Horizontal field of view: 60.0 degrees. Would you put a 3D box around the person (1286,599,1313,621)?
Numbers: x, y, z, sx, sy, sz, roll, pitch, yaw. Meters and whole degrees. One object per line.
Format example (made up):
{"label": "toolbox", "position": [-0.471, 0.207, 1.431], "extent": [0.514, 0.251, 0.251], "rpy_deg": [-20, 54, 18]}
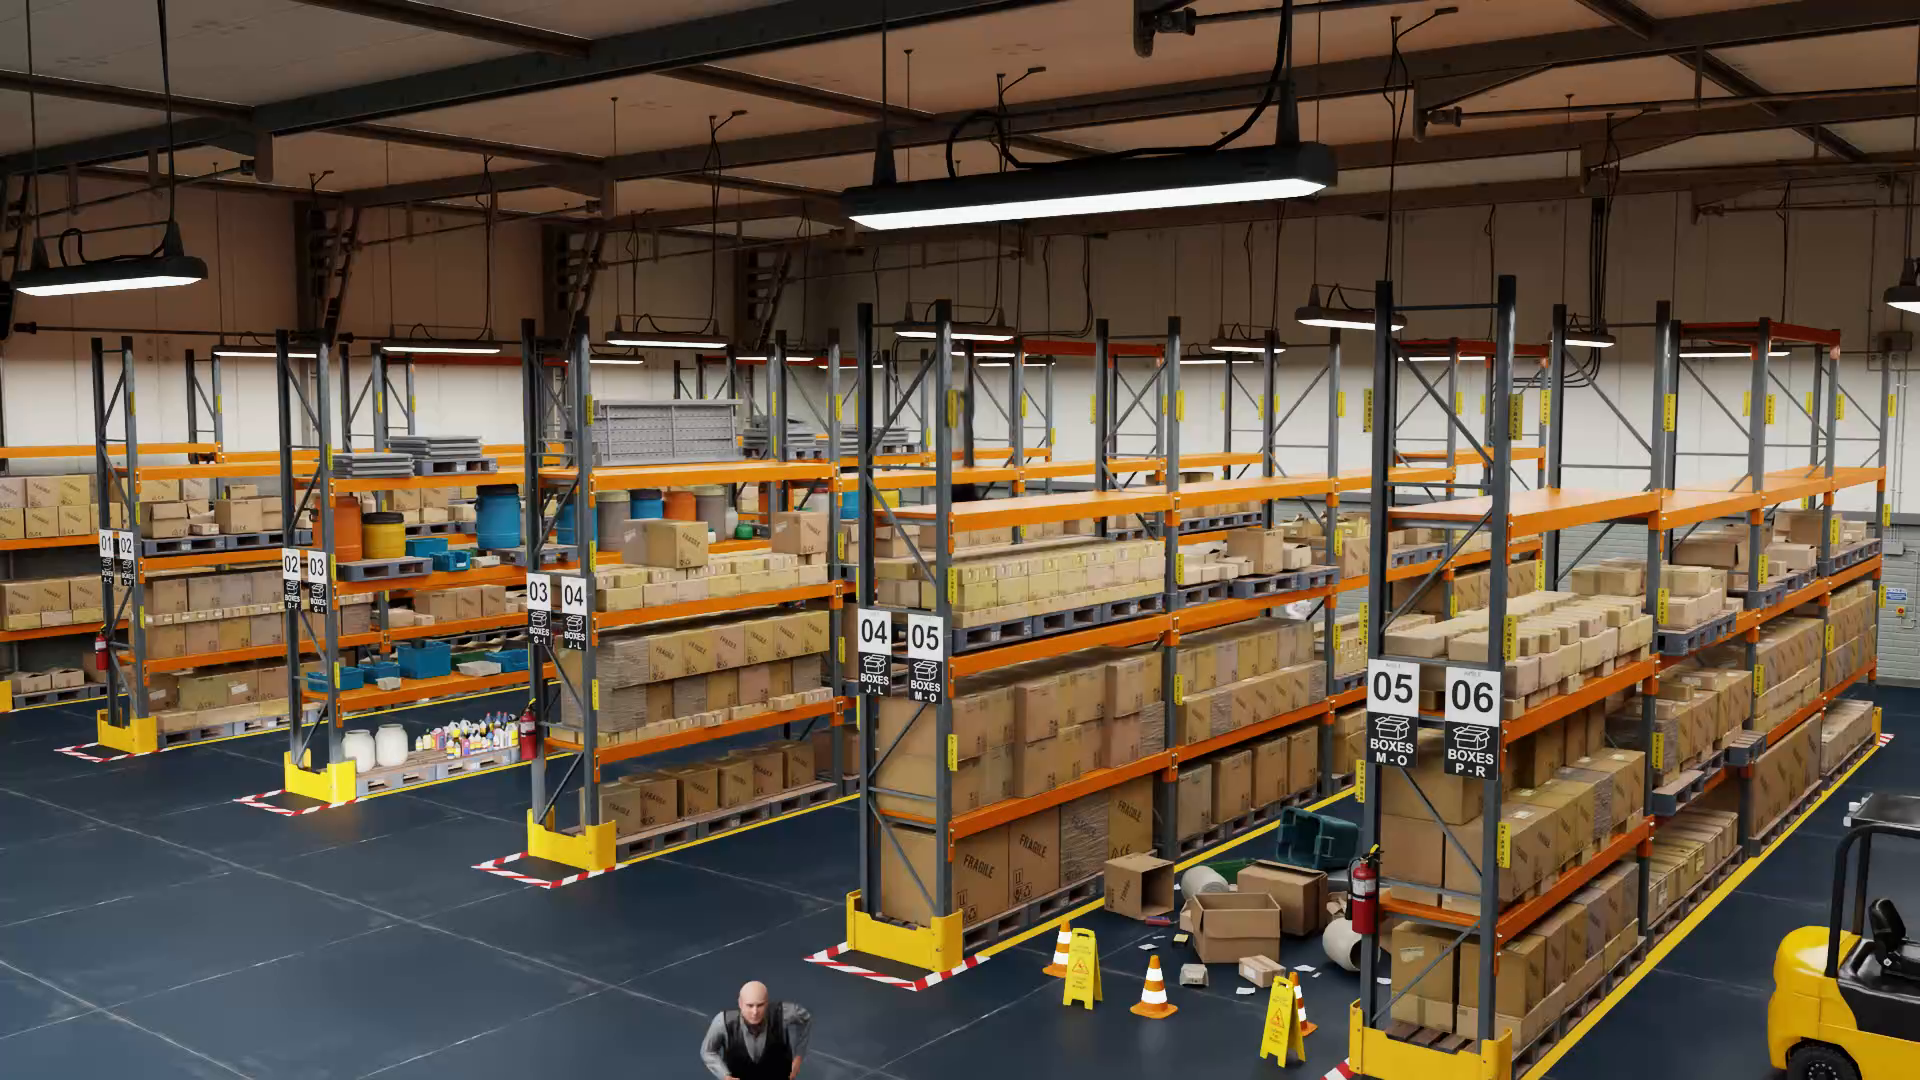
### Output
{"label": "person", "position": [6.533, 1.563, 31.765], "extent": [0.635, 1.649, 0.593], "rpy_deg": [-2, 5, -18]}

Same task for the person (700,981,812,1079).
{"label": "person", "position": [-1.280, 3.460, 10.418], "extent": [0.696, 1.682, 1.009], "rpy_deg": [-1, 5, -12]}
